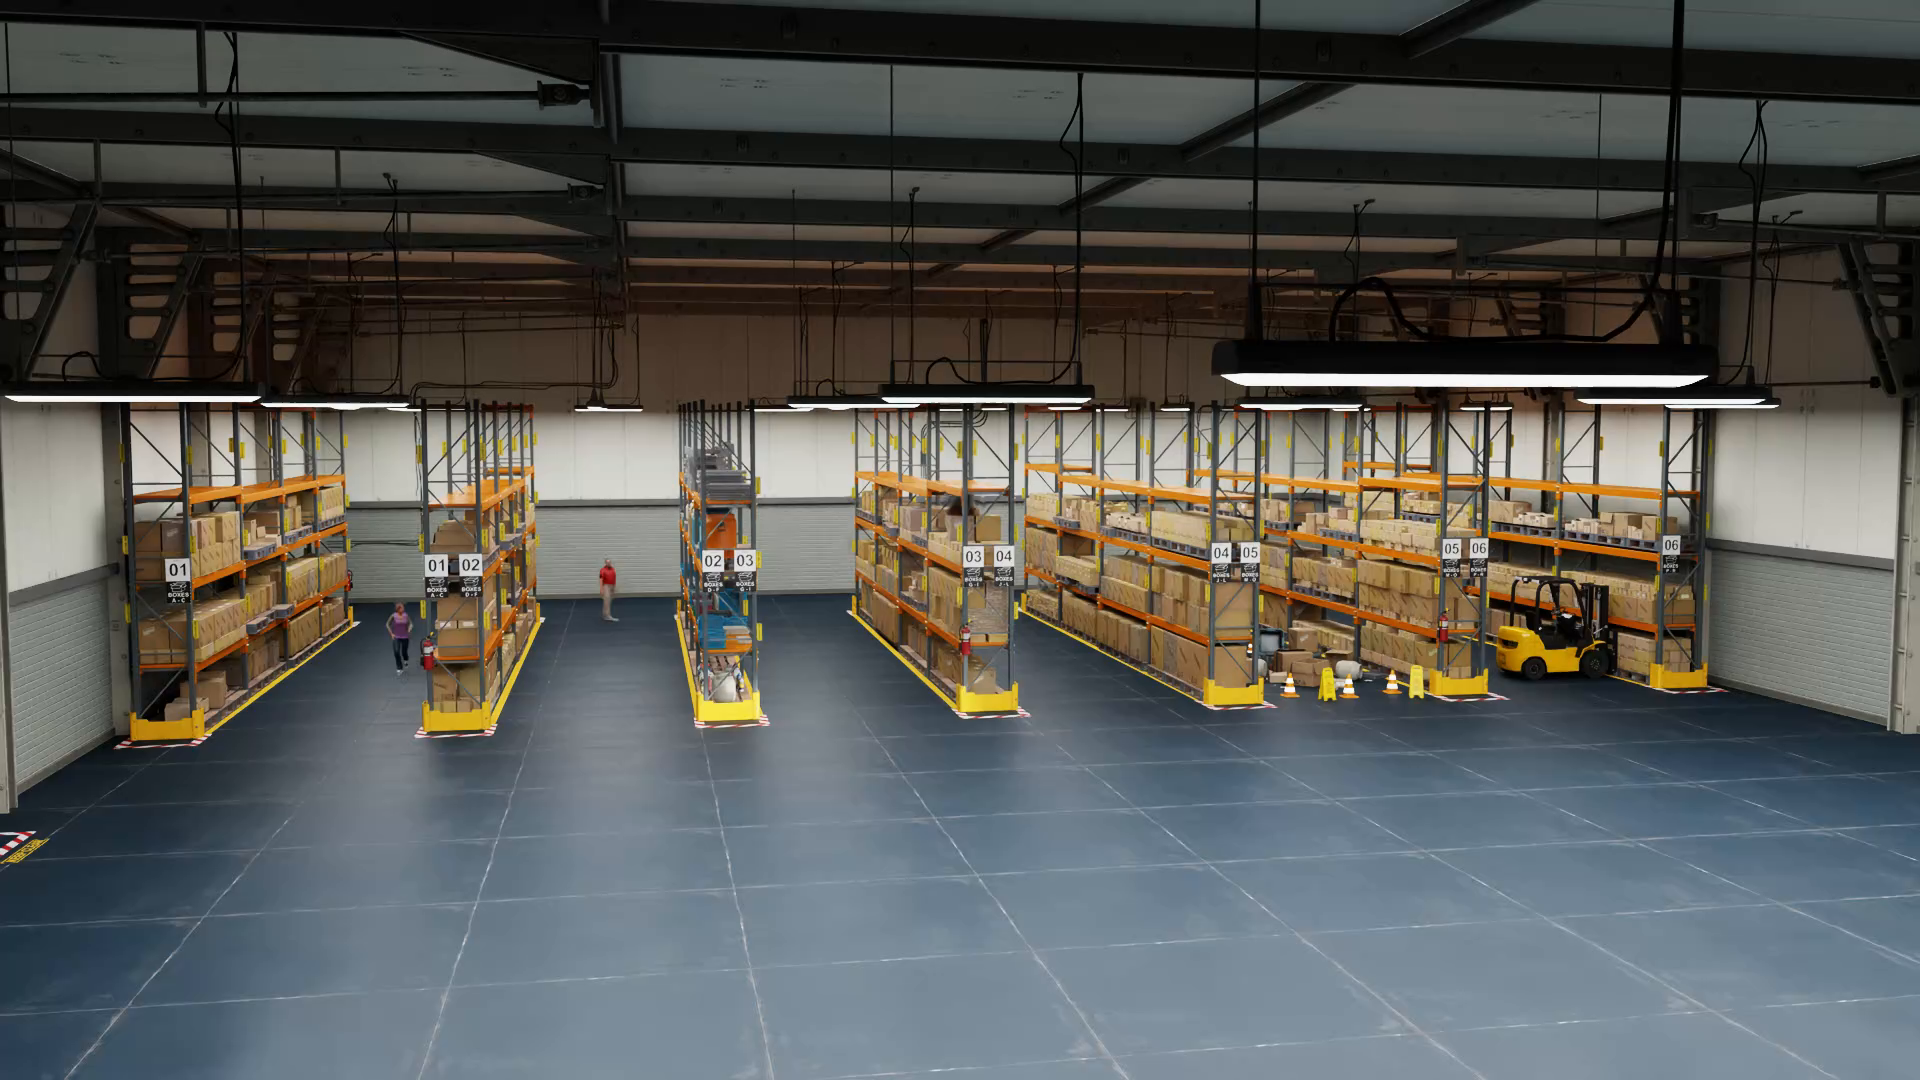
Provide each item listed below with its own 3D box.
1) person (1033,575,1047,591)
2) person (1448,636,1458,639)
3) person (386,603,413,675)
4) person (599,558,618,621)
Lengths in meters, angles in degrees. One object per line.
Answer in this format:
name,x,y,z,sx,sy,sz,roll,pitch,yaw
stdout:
person,2.509,0.975,51.618,0.475,1.673,0.441,3,5,36
person,11.256,2.023,38.170,0.390,1.671,0.532,3,5,34
person,-12.419,2.182,36.855,0.548,1.575,0.648,-1,4,-9
person,-9.732,1.375,46.341,0.574,1.731,0.559,2,5,23
